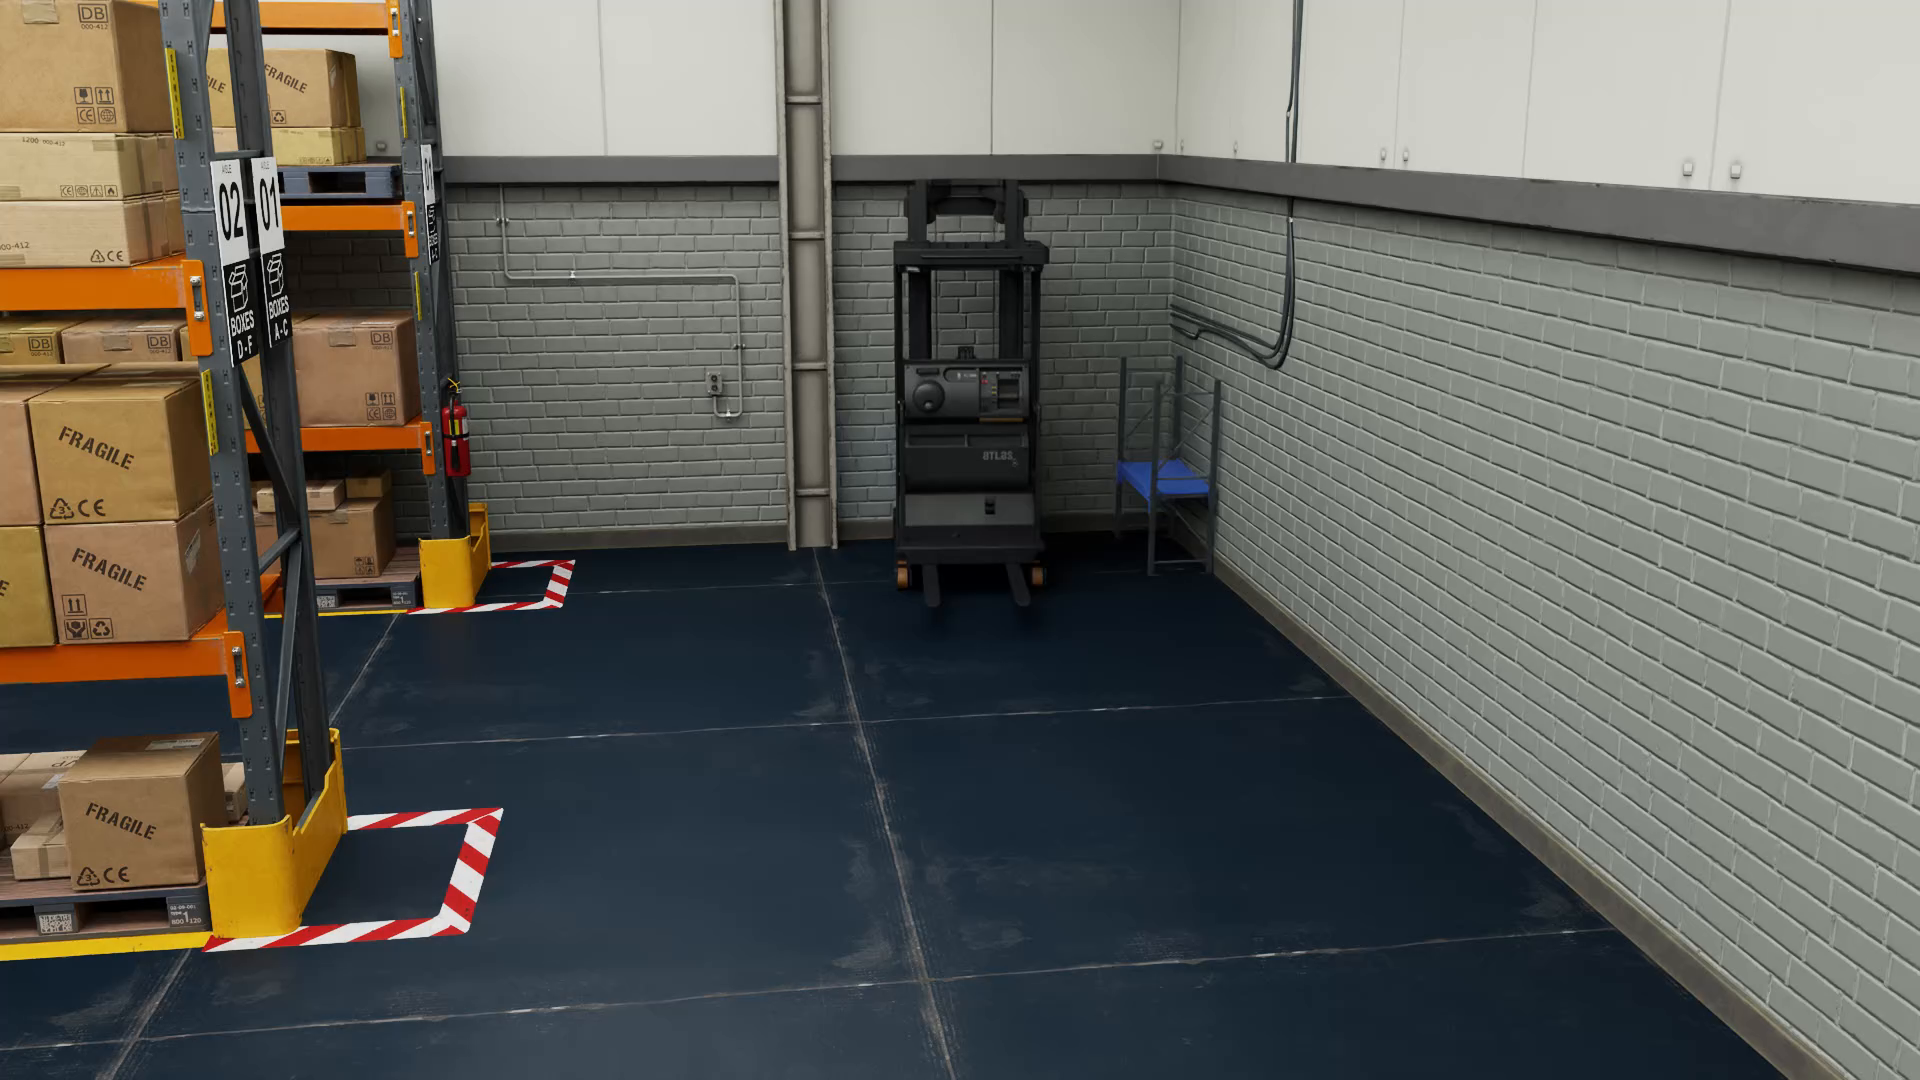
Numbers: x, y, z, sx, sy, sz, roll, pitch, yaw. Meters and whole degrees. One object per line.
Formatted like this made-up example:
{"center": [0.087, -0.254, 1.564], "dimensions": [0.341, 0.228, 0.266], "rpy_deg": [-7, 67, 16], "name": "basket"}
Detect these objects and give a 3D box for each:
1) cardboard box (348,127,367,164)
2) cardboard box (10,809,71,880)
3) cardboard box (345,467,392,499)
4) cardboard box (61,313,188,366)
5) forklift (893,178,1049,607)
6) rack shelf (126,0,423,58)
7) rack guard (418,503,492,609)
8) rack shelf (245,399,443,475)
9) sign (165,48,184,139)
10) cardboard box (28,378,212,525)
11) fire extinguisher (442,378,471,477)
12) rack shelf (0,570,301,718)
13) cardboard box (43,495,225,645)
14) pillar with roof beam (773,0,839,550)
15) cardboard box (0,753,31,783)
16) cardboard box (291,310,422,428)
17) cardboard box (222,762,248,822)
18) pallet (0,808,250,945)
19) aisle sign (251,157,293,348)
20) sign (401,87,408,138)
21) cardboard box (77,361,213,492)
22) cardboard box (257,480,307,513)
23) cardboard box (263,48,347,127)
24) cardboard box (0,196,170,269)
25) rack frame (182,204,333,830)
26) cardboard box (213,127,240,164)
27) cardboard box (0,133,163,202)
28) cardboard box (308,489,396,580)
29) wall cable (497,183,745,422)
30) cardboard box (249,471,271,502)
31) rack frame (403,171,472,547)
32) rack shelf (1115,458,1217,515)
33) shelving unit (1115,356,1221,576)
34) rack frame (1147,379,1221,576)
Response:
{"center": [-4.501, -2.777, 11.702], "dimensions": [0.500, 0.250, 0.500], "rpy_deg": [-1, 14, -5], "name": "cardboard box"}
{"center": [-3.916, 1.314, 7.235], "dimensions": [0.250, 0.166, 0.380], "rpy_deg": [-2, 14, -8], "name": "cardboard box"}
{"center": [-4.326, -0.419, 12.169], "dimensions": [0.250, 0.149, 0.380], "rpy_deg": [-2, 14, -8], "name": "cardboard box"}
{"center": [-5.719, -1.180, 11.645], "dimensions": [0.700, 0.700, 0.980], "rpy_deg": [-3, 14, -11], "name": "cardboard box"}
{"center": [0.063, -1.137, 12.230], "dimensions": [1.130, 2.935, 3.031], "rpy_deg": [-1, 14, -2], "name": "forklift"}
{"center": [-5.721, -3.405, 11.099], "dimensions": [4.000, 0.370, 1.077], "rpy_deg": [-2, 14, -8], "name": "rack shelf"}
{"center": [-3.719, 0.101, 12.290], "dimensions": [0.348, 0.500, 1.175], "rpy_deg": [-2, 14, -8], "name": "rack guard"}
{"center": [-5.721, -0.689, 11.781], "dimensions": [4.000, 0.370, 1.077], "rpy_deg": [-2, 14, -8], "name": "rack shelf"}
{"center": [-2.938, -1.669, 6.224], "dimensions": [0.005, 0.325, 0.100], "rpy_deg": [-2, 14, -8], "name": "sign"}
{"center": [-3.400, -0.370, 6.770], "dimensions": [0.500, 0.500, 0.500], "rpy_deg": [-2, 14, -9], "name": "cardboard box"}
{"center": [-3.525, -0.786, 11.616], "dimensions": [0.183, 0.674, 0.296], "rpy_deg": [-2, 14, -8], "name": "fire extinguisher"}
{"center": [-4.979, 0.503, 7.030], "dimensions": [4.000, 0.370, 1.077], "rpy_deg": [-2, 14, -8], "name": "rack shelf"}
{"center": [-3.404, 0.114, 6.893], "dimensions": [0.500, 0.500, 0.500], "rpy_deg": [-2, 14, -7], "name": "cardboard box"}
{"center": [-0.561, -3.290, 8.343], "dimensions": [0.400, 9.000, 9.100], "rpy_deg": [-2, 14, -8], "name": "pillar with roof beam"}
{"center": [-4.570, 1.189, 7.561], "dimensions": [0.500, 0.250, 0.500], "rpy_deg": [-2, 14, -8], "name": "cardboard box"}
{"center": [-4.246, -1.235, 11.862], "dimensions": [0.700, 0.700, 0.980], "rpy_deg": [-1, 14, -6], "name": "cardboard box"}
{"center": [-3.467, 1.183, 7.794], "dimensions": [0.250, 0.149, 0.380], "rpy_deg": [-2, 14, -8], "name": "cardboard box"}
{"center": [-3.865, 1.466, 7.444], "dimensions": [1.213, 0.211, 1.003], "rpy_deg": [-2, 14, -8], "name": "pallet"}
{"center": [-2.978, -1.253, 7.207], "dimensions": [0.004, 0.787, 0.394], "rpy_deg": [-2, 14, -8], "name": "aisle sign"}
{"center": [-3.676, -2.825, 10.997], "dimensions": [0.005, 0.325, 0.100], "rpy_deg": [-2, 14, -8], "name": "sign"}
{"center": [-3.479, -0.500, 7.286], "dimensions": [0.500, 0.500, 0.500], "rpy_deg": [-2, 14, -7], "name": "cardboard box"}
{"center": [-4.773, -0.309, 11.728], "dimensions": [0.250, 0.149, 0.380], "rpy_deg": [-2, 14, -7], "name": "cardboard box"}
{"center": [-4.426, -3.016, 11.114], "dimensions": [0.500, 0.500, 0.500], "rpy_deg": [-2, 14, -8], "name": "cardboard box"}
{"center": [-3.470, -1.219, 6.558], "dimensions": [0.500, 0.250, 0.500], "rpy_deg": [-2, 14, -8], "name": "cardboard box"}
{"center": [-3.001, 0.081, 7.231], "dimensions": [0.127, 3.000, 1.000], "rpy_deg": [-2, 14, -8], "name": "rack frame"}
{"center": [-4.942, -2.635, 11.135], "dimensions": [0.500, 0.250, 0.500], "rpy_deg": [-3, 14, -10], "name": "cardboard box"}
{"center": [-3.471, -1.463, 6.505], "dimensions": [0.500, 0.250, 0.500], "rpy_deg": [-2, 14, -8], "name": "cardboard box"}
{"center": [-4.420, -0.052, 12.038], "dimensions": [0.500, 0.500, 0.700], "rpy_deg": [-2, 14, -8], "name": "cardboard box"}
{"center": [-2.618, -1.877, 12.951], "dimensions": [1.851, 1.984, 0.084], "rpy_deg": [-2, 14, -8], "name": "wall cable"}
{"center": [-5.075, -0.392, 12.059], "dimensions": [0.250, 0.149, 0.380], "rpy_deg": [-2, 14, -8], "name": "cardboard box"}
{"center": [-3.743, -1.110, 11.982], "dimensions": [0.127, 3.000, 1.000], "rpy_deg": [-2, 14, -8], "name": "rack frame"}
{"center": [1.597, -0.425, 12.995], "dimensions": [0.538, 0.185, 1.000], "rpy_deg": [-2, 16, -9], "name": "rack shelf"}
{"center": [1.598, -0.598, 12.945], "dimensions": [0.538, 1.500, 1.048], "rpy_deg": [-2, 16, -9], "name": "shelving unit"}
{"center": [1.676, -0.458, 12.463], "dimensions": [0.500, 1.500, 0.032], "rpy_deg": [-2, 16, -9], "name": "rack frame"}
